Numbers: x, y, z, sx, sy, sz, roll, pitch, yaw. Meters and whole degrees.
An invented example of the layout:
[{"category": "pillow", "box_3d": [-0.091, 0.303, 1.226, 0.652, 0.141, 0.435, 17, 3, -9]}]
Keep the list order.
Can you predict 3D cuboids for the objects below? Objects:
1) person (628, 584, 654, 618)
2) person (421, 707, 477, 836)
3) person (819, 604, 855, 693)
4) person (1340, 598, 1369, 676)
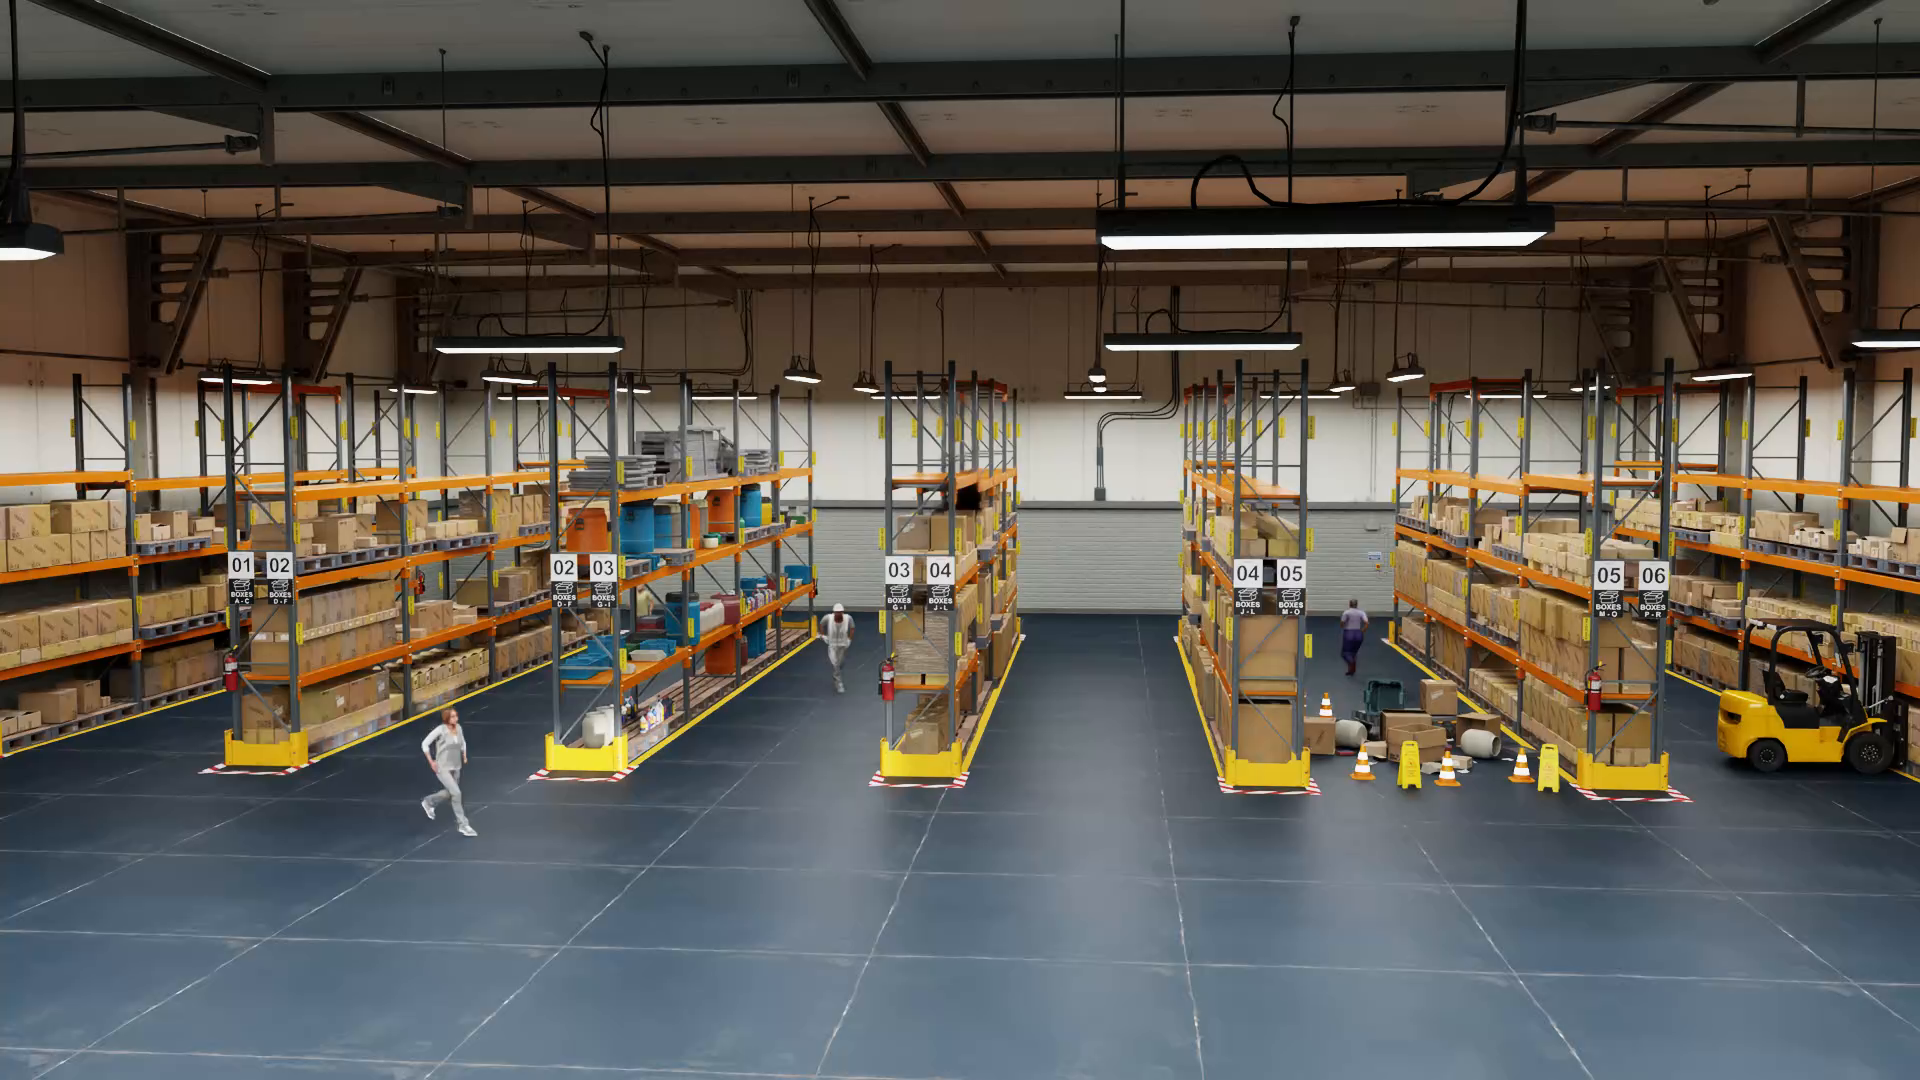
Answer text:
[{"category": "person", "box_3d": [-7.235, 1.721, 37.638, 0.580, 1.629, 0.553, 0, 4, -2]}, {"category": "person", "box_3d": [-6.394, 2.904, 20.679, 0.887, 1.493, 0.559, 2, 4, 31]}, {"category": "person", "box_3d": [-2.389, 2.053, 32.179, 0.695, 1.727, 1.021, 0, 4, -6]}, {"category": "person", "box_3d": [7.987, 1.983, 33.742, 0.600, 1.604, 0.640, -1, 4, -8]}]
